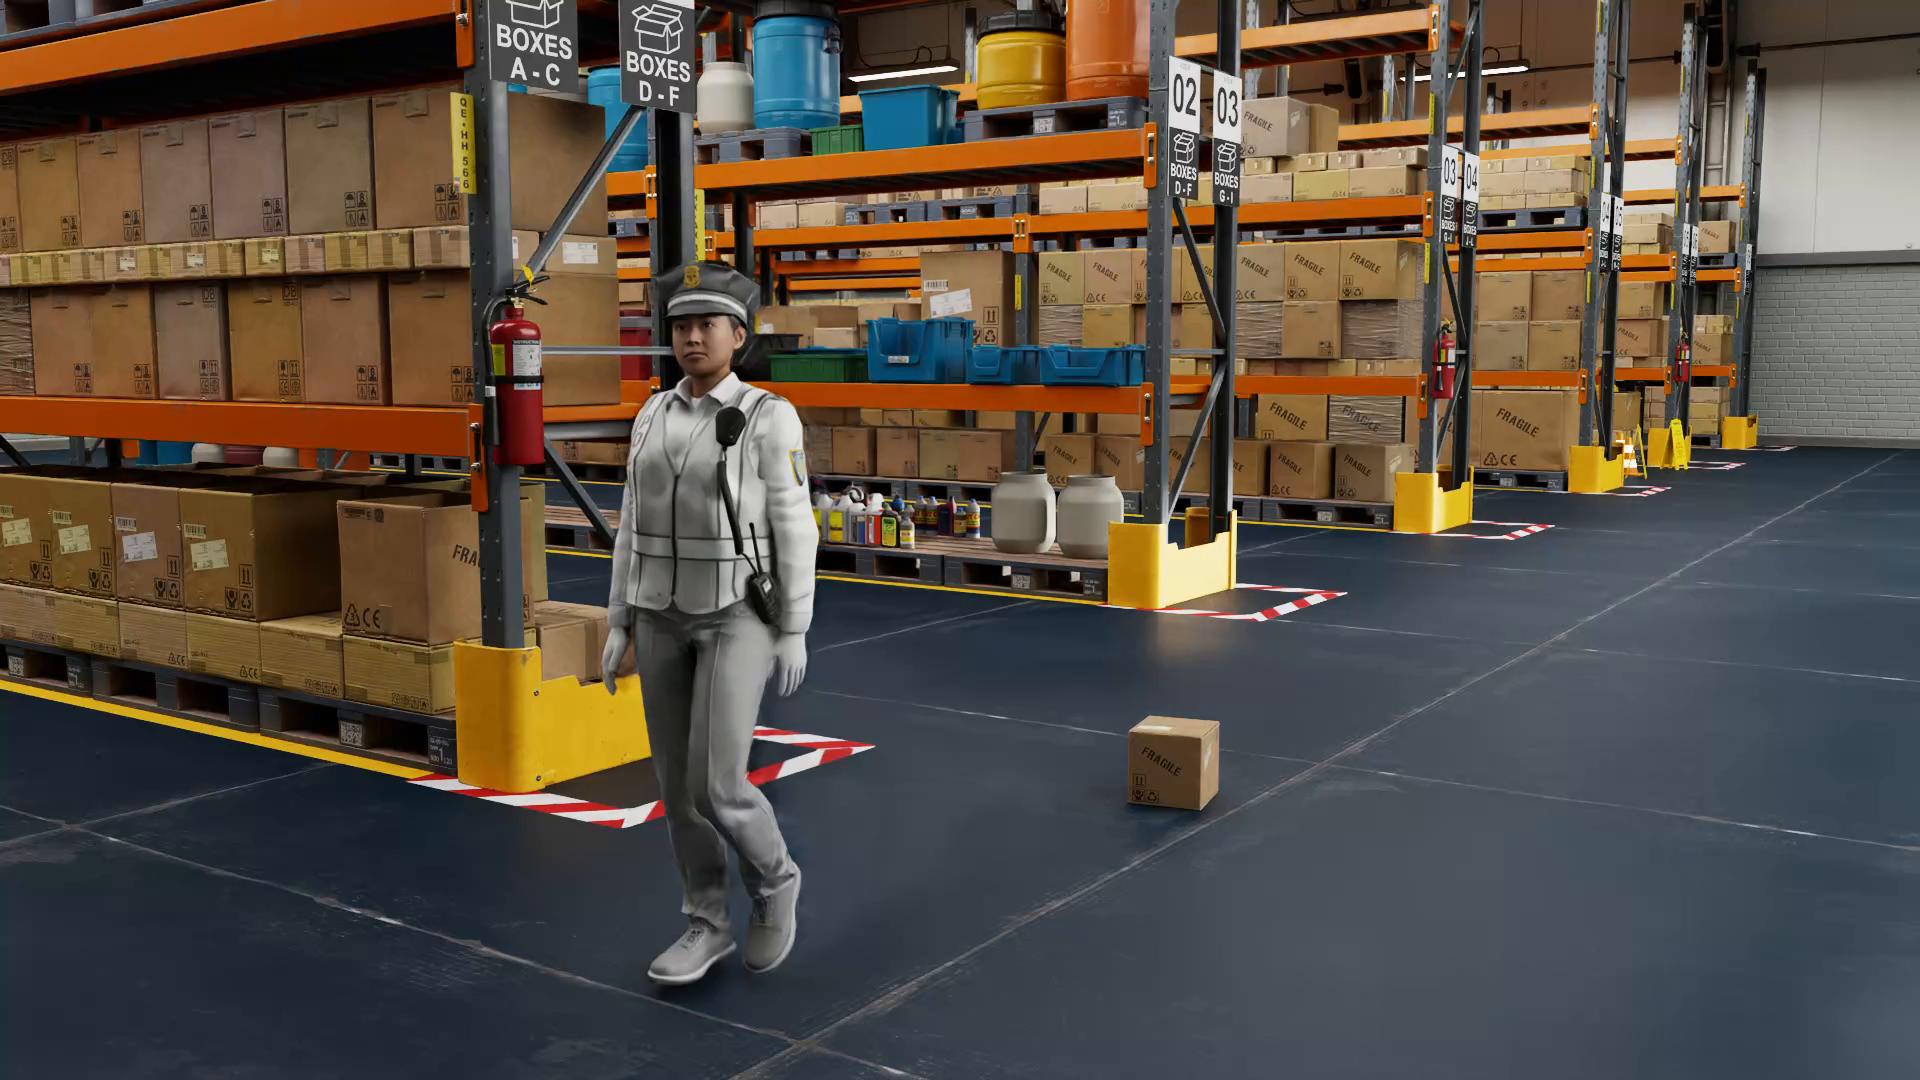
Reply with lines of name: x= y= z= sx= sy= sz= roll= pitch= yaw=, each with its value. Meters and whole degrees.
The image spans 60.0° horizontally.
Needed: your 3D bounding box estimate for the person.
person: x=-0.601 y=0.201 z=3.898 sx=0.488 sy=1.690 sz=0.435 roll=3 pitch=7 yaw=24
